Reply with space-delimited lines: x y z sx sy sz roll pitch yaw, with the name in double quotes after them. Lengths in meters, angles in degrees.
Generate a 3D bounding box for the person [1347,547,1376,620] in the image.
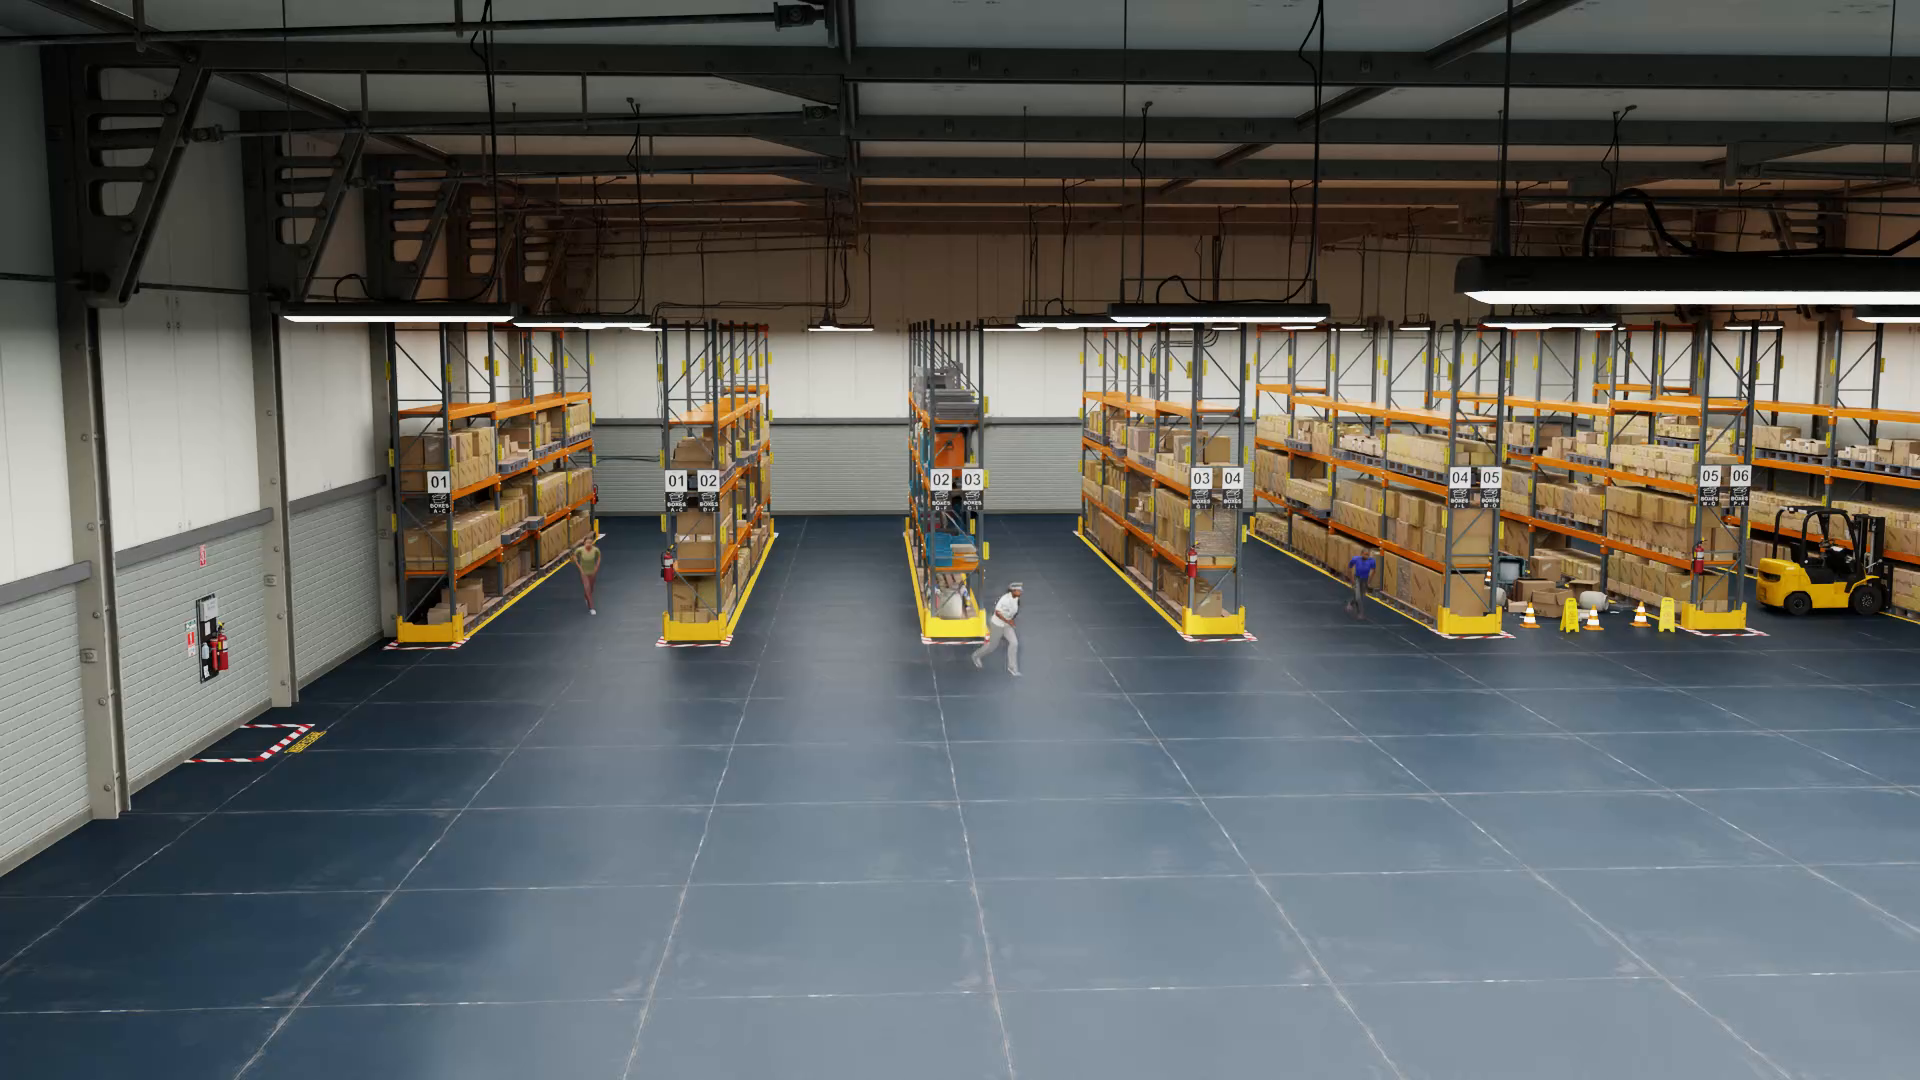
8.105 0.857 33.714 0.580 1.499 0.964 0 7 -1 "person"

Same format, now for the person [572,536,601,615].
-7.707 0.687 34.369 0.586 1.613 0.978 -2 7 -17 "person"

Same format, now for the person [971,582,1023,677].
0.636 1.488 28.166 0.983 1.627 0.611 4 8 28 "person"
